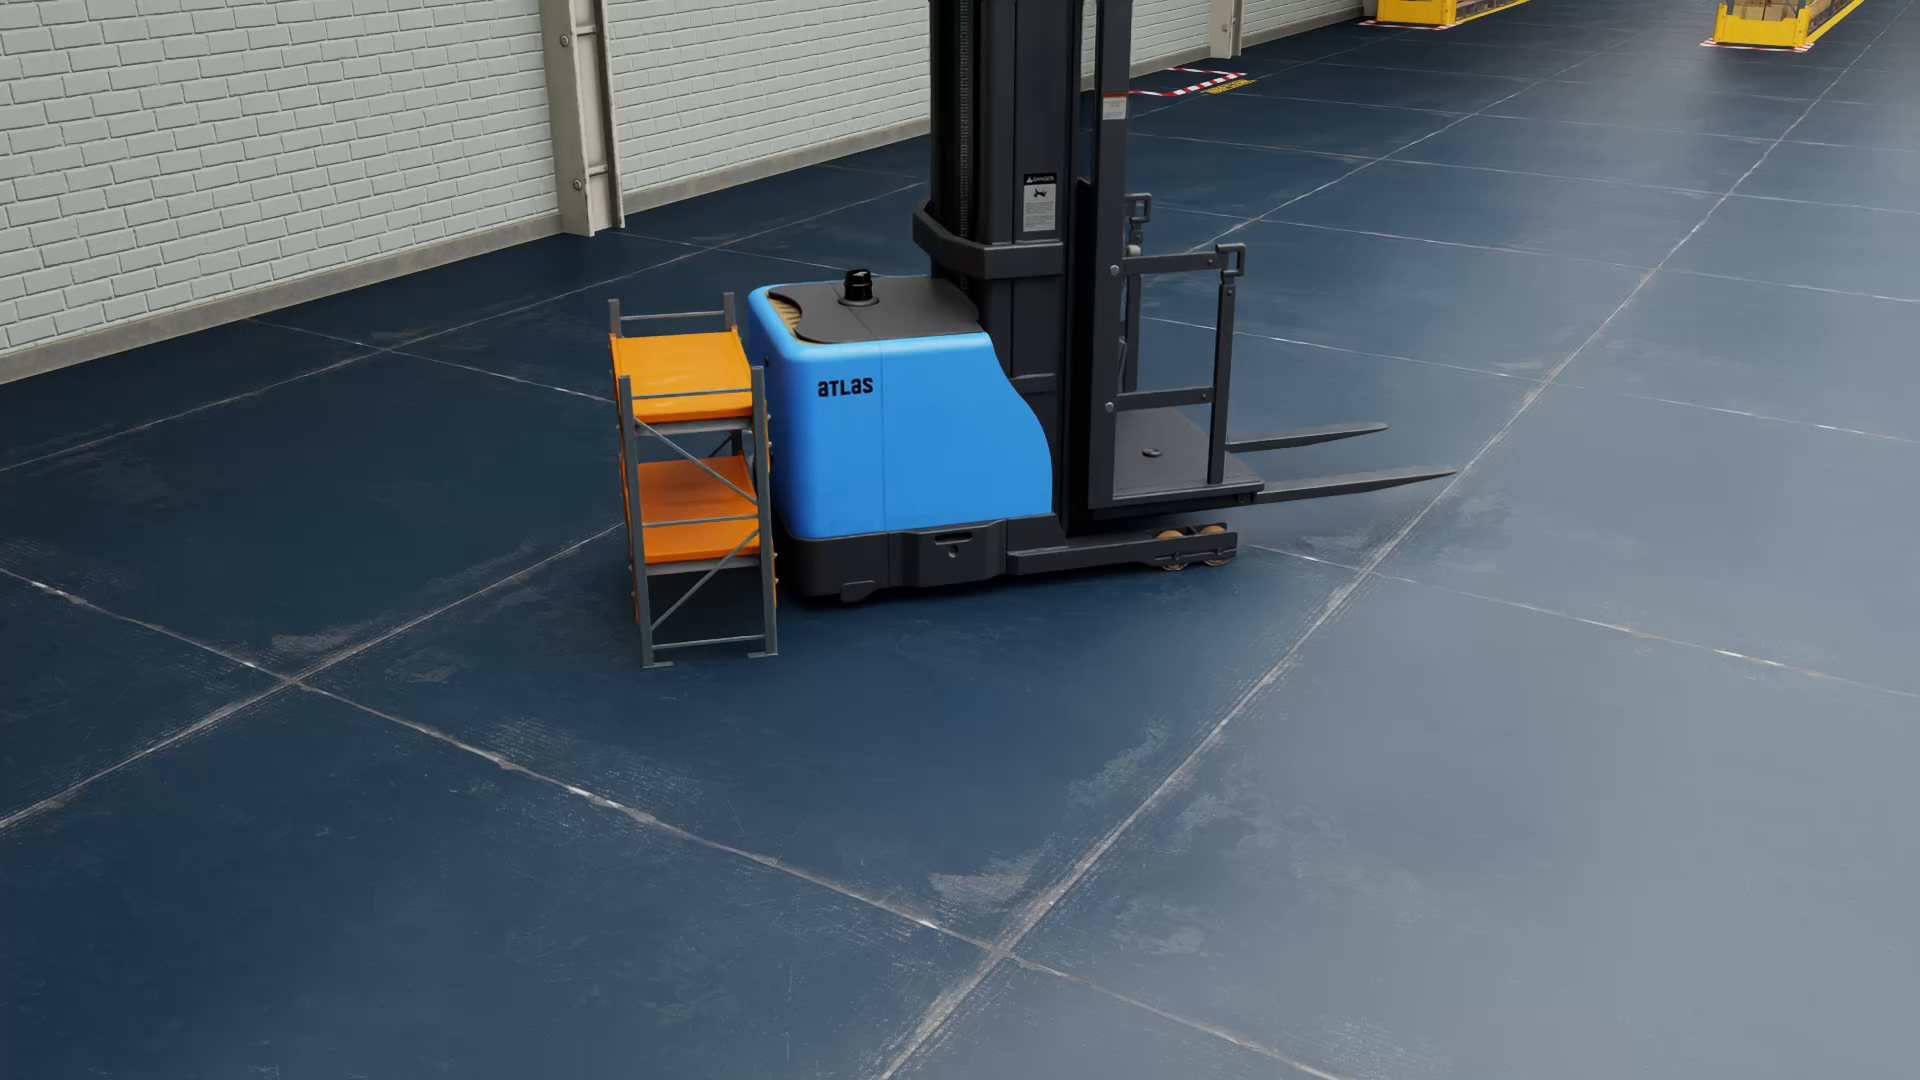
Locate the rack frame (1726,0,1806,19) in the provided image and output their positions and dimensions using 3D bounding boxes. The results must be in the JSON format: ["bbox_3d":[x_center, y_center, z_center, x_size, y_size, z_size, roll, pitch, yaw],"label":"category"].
[{"bbox_3d":[11.254,-8.384,22.840,1.000,3.000,0.127,14,27,29],"label":"rack frame"}]

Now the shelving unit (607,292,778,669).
[{"bbox_3d":[-1.046,-0.263,6.442,0.538,1.125,1.048,-5,24,-12],"label":"shelving unit"}]

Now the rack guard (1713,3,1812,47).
[{"bbox_3d":[11.241,-7.228,23.318,1.175,0.500,0.348,14,27,29],"label":"rack guard"}]

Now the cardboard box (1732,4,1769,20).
[{"bbox_3d":[11.286,-7.557,23.864,0.500,0.250,0.500,14,27,29],"label":"cardboard box"}]

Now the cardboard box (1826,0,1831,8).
[{"bbox_3d":[13.305,-8.462,25.954,0.500,0.250,0.500,14,27,29],"label":"cardboard box"}]

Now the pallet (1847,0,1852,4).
[{"bbox_3d":[15.007,-9.534,29.009,1.003,0.211,1.213,14,27,29],"label":"pallet"}]

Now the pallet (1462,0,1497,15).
[{"bbox_3d":[8.187,-8.843,27.412,1.003,0.211,1.213,14,27,29],"label":"pallet"}]

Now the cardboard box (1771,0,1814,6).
[{"bbox_3d":[11.988,-7.962,23.855,0.500,0.500,0.500,14,27,29],"label":"cardboard box"}]

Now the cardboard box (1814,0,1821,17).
[{"bbox_3d":[12.518,-7.955,24.782,0.500,0.250,0.500,14,27,29],"label":"cardboard box"}]

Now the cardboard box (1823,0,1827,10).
[{"bbox_3d":[13.033,-8.296,25.569,0.500,0.250,0.500,14,27,29],"label":"cardboard box"}]

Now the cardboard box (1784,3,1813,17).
[{"bbox_3d":[11.986,-7.618,24.005,0.500,0.250,0.500,14,27,29],"label":"cardboard box"}]

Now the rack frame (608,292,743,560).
[{"bbox_3d":[-1.159,-0.460,6.896,0.500,1.125,0.032,-5,24,-12],"label":"rack frame"}]

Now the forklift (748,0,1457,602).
[{"bbox_3d":[0.667,-1.411,6.819,3.031,2.935,1.130,-6,24,-14],"label":"forklift"}]

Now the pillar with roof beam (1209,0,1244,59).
[{"bbox_3d":[7.170,-9.664,18.246,9.100,9.000,0.400,14,27,29],"label":"pillar with roof beam"}]

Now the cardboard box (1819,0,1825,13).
[{"bbox_3d":[12.782,-8.124,25.172,0.500,0.250,0.500,14,27,29],"label":"cardboard box"}]

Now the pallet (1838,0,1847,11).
[{"bbox_3d":[14.362,-9.124,28.061,1.003,0.211,1.213,14,27,29],"label":"pallet"}]

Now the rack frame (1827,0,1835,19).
[{"bbox_3d":[13.364,-9.734,25.959,1.000,3.000,0.127,14,27,29],"label":"rack frame"}]

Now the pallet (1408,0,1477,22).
[{"bbox_3d":[7.542,-8.433,26.465,1.003,0.211,1.213,14,27,29],"label":"pallet"}]

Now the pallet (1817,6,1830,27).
[{"bbox_3d":[12.909,-8.194,25.913,1.003,0.211,1.213,14,27,29],"label":"pallet"}]

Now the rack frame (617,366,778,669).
[{"bbox_3d":[-0.933,-0.066,5.987,0.500,1.125,0.032,-5,24,-12],"label":"rack frame"}]

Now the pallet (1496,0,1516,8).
[{"bbox_3d":[8.829,-9.257,28.367,1.003,0.211,1.213,14,27,29],"label":"pallet"}]

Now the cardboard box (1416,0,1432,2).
[{"bbox_3d":[7.485,-8.603,26.178,0.500,0.311,0.500,11,26,23],"label":"cardboard box"}]

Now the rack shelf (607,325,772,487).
[{"bbox_3d":[-1.046,-0.532,6.325,0.538,0.278,1.000,-5,24,-12],"label":"rack shelf"}]

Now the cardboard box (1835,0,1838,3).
[{"bbox_3d":[13.787,-8.749,26.616,0.500,0.250,0.500,13,27,28],"label":"cardboard box"}]

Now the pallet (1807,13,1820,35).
[{"bbox_3d":[12.266,-7.781,24.958,1.003,0.211,1.213,14,27,29],"label":"pallet"}]

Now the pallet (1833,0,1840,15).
[{"bbox_3d":[13.719,-8.711,27.106,1.003,0.211,1.213,14,27,29],"label":"pallet"}]

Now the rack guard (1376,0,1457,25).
[{"bbox_3d":[7.084,-8.299,25.791,1.175,0.500,0.348,14,27,29],"label":"rack guard"}]

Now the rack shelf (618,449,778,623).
[{"bbox_3d":[-1.046,-0.039,6.539,0.538,0.278,1.000,-5,24,-12],"label":"rack shelf"}]

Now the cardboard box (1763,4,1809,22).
[{"bbox_3d":[11.726,-7.449,23.614,0.500,0.250,0.500,14,27,29],"label":"cardboard box"}]

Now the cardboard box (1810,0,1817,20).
[{"bbox_3d":[12.251,-7.787,24.395,0.500,0.250,0.500,14,27,29],"label":"cardboard box"}]

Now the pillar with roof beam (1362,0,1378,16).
[{"bbox_3d":[10.335,-11.689,22.924,9.100,9.000,0.400,14,27,29],"label":"pillar with roof beam"}]

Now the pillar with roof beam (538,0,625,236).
[{"bbox_3d":[0.840,-5.614,8.891,9.100,9.000,0.400,14,27,29],"label":"pillar with roof beam"}]

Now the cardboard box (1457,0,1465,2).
[{"bbox_3d":[7.786,-8.796,26.623,0.500,0.311,0.500,16,28,33],"label":"cardboard box"}]

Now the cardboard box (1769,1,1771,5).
[{"bbox_3d":[11.539,-7.729,24.260,0.500,0.250,0.500,14,27,29],"label":"cardboard box"}]

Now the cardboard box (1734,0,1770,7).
[{"bbox_3d":[11.284,-7.902,23.716,0.500,0.500,0.500,14,27,29],"label":"cardboard box"}]
